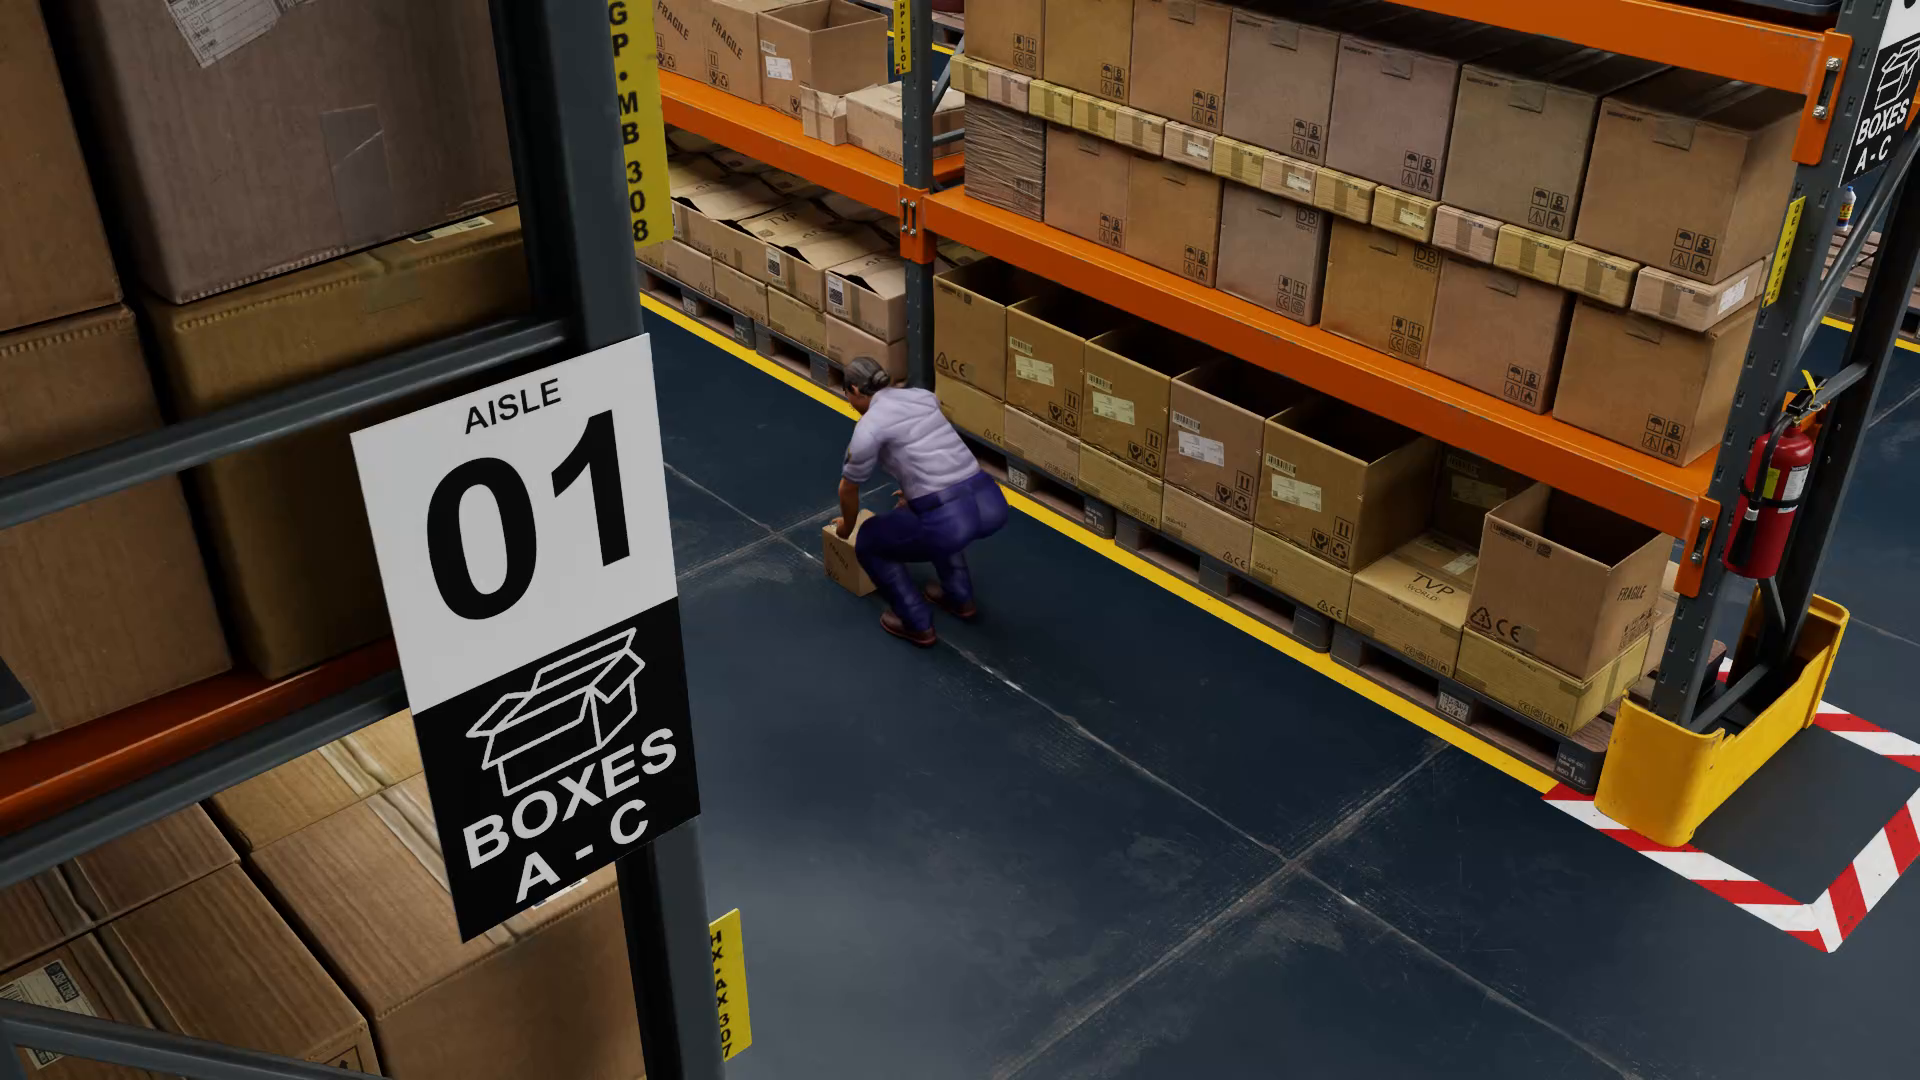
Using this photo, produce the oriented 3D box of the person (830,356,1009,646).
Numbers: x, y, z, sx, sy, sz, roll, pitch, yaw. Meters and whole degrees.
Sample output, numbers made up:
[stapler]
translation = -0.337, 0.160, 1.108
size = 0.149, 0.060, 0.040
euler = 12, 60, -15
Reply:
[person]
translation = -0.209, -0.163, 6.896
size = 0.535, 1.141, 0.685
euler = -26, 40, -35
